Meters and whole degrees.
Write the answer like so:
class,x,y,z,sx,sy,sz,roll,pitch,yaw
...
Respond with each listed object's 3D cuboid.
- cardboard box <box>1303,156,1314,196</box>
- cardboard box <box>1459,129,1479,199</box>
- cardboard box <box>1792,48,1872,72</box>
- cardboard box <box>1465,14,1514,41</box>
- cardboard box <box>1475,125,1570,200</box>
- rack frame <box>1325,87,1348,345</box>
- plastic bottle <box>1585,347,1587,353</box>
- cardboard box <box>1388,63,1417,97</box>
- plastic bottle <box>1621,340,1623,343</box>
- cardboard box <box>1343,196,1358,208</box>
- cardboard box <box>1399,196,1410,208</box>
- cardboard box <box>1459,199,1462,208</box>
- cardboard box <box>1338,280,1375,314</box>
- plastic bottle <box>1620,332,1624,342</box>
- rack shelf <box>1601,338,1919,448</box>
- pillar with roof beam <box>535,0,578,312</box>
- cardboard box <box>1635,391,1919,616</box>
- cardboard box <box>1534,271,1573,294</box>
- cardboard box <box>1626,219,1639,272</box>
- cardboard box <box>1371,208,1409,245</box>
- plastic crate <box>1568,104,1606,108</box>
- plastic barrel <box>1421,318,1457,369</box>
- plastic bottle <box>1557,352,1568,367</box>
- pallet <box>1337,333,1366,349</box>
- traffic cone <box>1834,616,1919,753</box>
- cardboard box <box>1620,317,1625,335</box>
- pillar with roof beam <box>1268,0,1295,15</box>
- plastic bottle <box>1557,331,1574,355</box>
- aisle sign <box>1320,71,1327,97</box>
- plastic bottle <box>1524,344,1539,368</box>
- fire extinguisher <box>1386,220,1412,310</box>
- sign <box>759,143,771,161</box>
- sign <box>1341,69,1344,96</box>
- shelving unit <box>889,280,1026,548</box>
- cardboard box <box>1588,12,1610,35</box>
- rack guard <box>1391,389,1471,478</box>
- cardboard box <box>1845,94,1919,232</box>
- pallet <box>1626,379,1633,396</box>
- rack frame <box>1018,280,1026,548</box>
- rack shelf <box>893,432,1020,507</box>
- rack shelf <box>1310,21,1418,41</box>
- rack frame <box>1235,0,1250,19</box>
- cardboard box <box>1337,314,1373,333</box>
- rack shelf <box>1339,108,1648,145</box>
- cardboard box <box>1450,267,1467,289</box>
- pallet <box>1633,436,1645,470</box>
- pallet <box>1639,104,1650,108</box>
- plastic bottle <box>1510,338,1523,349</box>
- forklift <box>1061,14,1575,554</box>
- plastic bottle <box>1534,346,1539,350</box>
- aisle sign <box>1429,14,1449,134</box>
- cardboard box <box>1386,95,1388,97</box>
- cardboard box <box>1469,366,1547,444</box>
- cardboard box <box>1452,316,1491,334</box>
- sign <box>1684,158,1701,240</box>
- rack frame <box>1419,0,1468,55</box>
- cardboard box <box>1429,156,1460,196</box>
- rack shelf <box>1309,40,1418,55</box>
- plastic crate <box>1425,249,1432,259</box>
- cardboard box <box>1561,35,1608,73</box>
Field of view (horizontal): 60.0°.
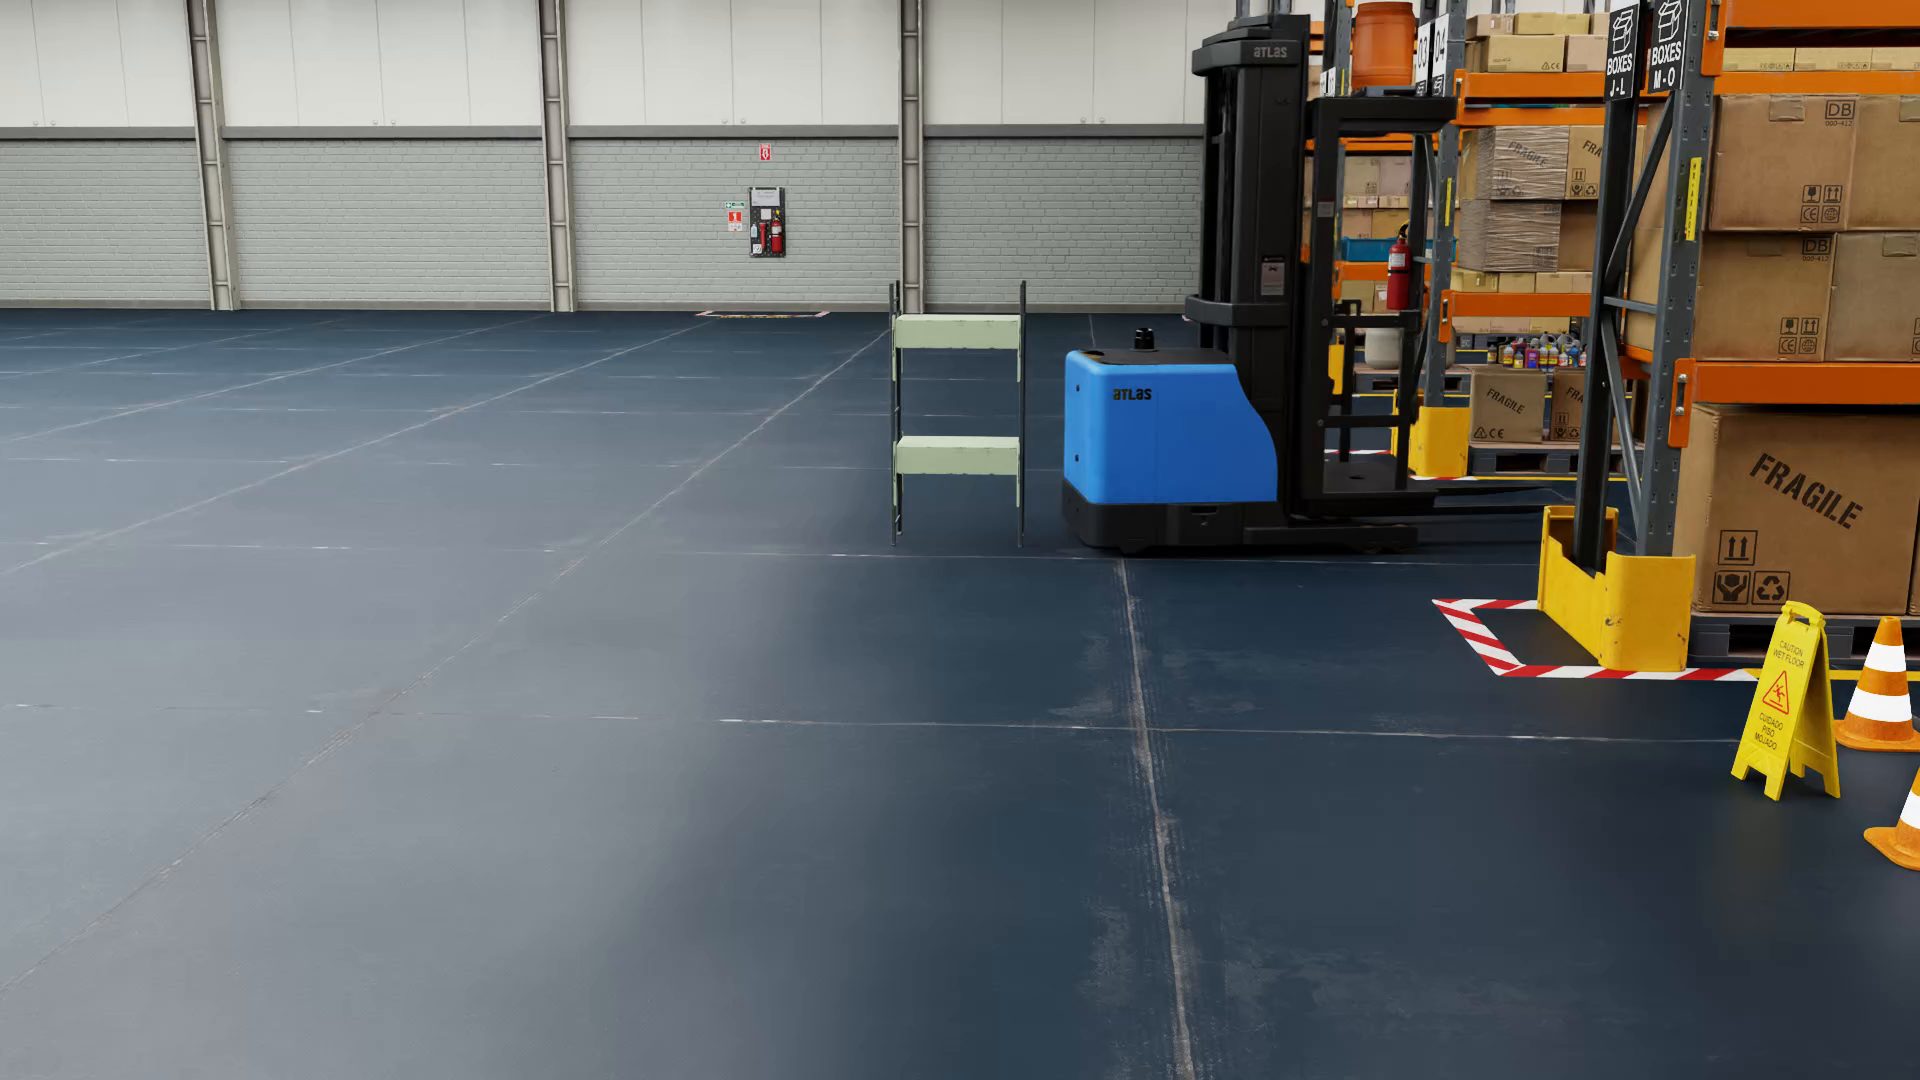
class,x,y,z,sx,sy,sz,roll,pitch,yaw
cardboard box,4.613,-4.735,21.666,0.500,0.500,0.700,1,12,4
cardboard box,3.995,-2.764,12.244,0.500,0.500,0.500,1,12,4
cardboard box,5.919,-3.345,11.475,0.500,0.250,0.500,1,12,3
cardboard box,3.689,-3.576,11.605,0.250,0.149,0.380,1,12,3
cardboard box,3.960,-2.658,11.736,0.500,0.500,0.500,1,12,4
rack frame,3.761,-3.049,17.019,0.127,3.000,1.000,1,12,4
plastic bottle,6.421,-1.862,16.903,0.133,0.283,0.061,1,12,4
cardboard box,5.734,-5.774,21.106,0.500,0.500,0.500,1,12,4
plastic bottle,6.965,-1.980,17.300,0.185,0.351,0.144,1,12,4
cardboard box,4.985,-4.371,21.511,0.250,0.149,0.380,1,12,4
cardboard box,5.758,-4.361,21.461,0.250,0.149,0.380,1,12,3
cardboard box,6.534,-4.350,21.411,0.250,0.149,0.380,1,12,5
cardboard box,5.115,-3.229,21.735,0.500,0.500,0.500,1,12,4
plastic bottle,6.974,-2.009,17.441,0.185,0.351,0.144,1,12,5
rack shelf,4.993,-0.646,7.287,4.000,0.370,1.077,1,12,4
pillar with roof beam,-7.082,-7.461,23.459,0.400,9.000,9.100,1,12,4
cardboard box,3.679,-0.195,7.539,0.875,0.875,0.875,1,12,4
cardboard box,4.195,-1.848,11.890,0.250,0.149,0.380,1,12,4
cardboard box,4.980,-2.221,12.088,0.500,0.500,0.875,1,12,4
cardboard box,5.580,-4.087,21.735,0.500,0.500,0.700,1,12,4
plastic crate,6.123,-4.273,16.187,0.396,0.136,0.243,1,12,4
plastic barrel,4.923,-2.037,17.229,0.421,0.512,0.421,0,12,0
plastic bottle,6.090,-1.799,16.802,0.097,0.201,0.097,0,12,0
pallet,4.861,-2.694,22.132,1.213,0.211,1.003,1,12,4
traffic cone,3.433,0.514,6.182,0.334,0.463,0.336,1,12,4
cardboard box,8.473,-2.810,21.565,0.500,0.250,0.500,1,12,2
pillar with roof beam,4.891,-7.297,22.675,0.400,9.000,9.100,1,12,4
plastic bottle,6.362,-2.017,17.481,0.185,0.351,0.144,1,12,3
aisle sign,3.709,-4.383,17.047,0.004,0.787,0.394,1,12,4
plastic bottle,5.774,-1.840,16.796,0.133,0.283,0.061,1,12,5
fire extinguisher,3.347,-2.095,12.647,0.183,0.674,0.296,1,12,4
sign,-3.272,-6.519,27.945,0.199,0.298,0.001,1,12,4
sign,3.720,-4.409,16.174,0.005,0.325,0.100,1,12,4
shelving unit,-0.007,-0.734,9.615,0.755,1.500,0.431,1,12,4
cardboard box,4.469,-3.556,11.510,0.250,0.149,0.380,1,12,6
rack guard,3.506,-0.813,12.432,0.348,0.500,1.175,1,12,4
cardboard box,3.920,-1.626,7.210,0.550,0.550,0.875,1,12,4
pallet,7.085,-1.647,17.127,1.213,0.211,1.003,1,12,4
rack frame,0.359,-0.729,9.591,0.023,1.500,0.400,1,12,4
rack shelf,-0.007,-0.415,9.682,0.720,0.370,0.431,1,12,4
rack shelf,6.091,-6.422,21.226,4.000,0.370,1.077,1,12,4
rack frame,4.423,-8.010,26.080,0.127,3.000,1.000,1,12,4
cardboard box,5.115,-2.862,21.813,0.500,0.250,0.500,1,12,4
rack shelf,5.756,-4.138,16.654,4.000,0.370,1.077,1,12,4
cardboard box,3.728,-1.953,12.390,0.250,0.149,0.380,1,12,4
pallet,5.528,-0.636,12.292,1.213,0.211,1.003,1,12,4
pallet,7.026,-4.360,16.421,1.003,0.211,1.213,1,12,4
plastic bottle,5.872,-1.987,17.517,0.135,0.276,0.152,1,12,4
forklift,2.169,-1.461,9.593,3.031,2.935,1.130,-1,12,-6
plastic bottle,6.021,-1.923,17.393,0.097,0.201,0.097,0,12,0
aisle sign,3.348,-3.249,11.626,0.004,0.787,0.394,1,12,4
cardboard box,5.817,-5.790,21.646,0.500,0.311,0.500,2,12,10
cardboard box,4.052,-1.007,12.337,0.500,0.500,0.500,3,12,14
cardboard box,6.611,-2.840,21.710,0.500,0.250,0.500,1,12,4
sign,2.955,-1.375,6.706,0.005,0.325,0.100,1,12,4
rack frame,3.430,-4.974,11.567,0.127,3.000,1.000,1,12,4
cardboard box,6.141,-4.716,21.573,0.500,0.500,0.700,1,12,4
rack shelf,6.418,-7.628,26.023,4.000,0.370,1.077,1,12,4
plastic crate,4.632,-2.842,16.673,0.250,0.136,0.298,1,12,4
cardboard box,4.408,-3.367,11.578,0.500,0.250,0.500,1,12,2
